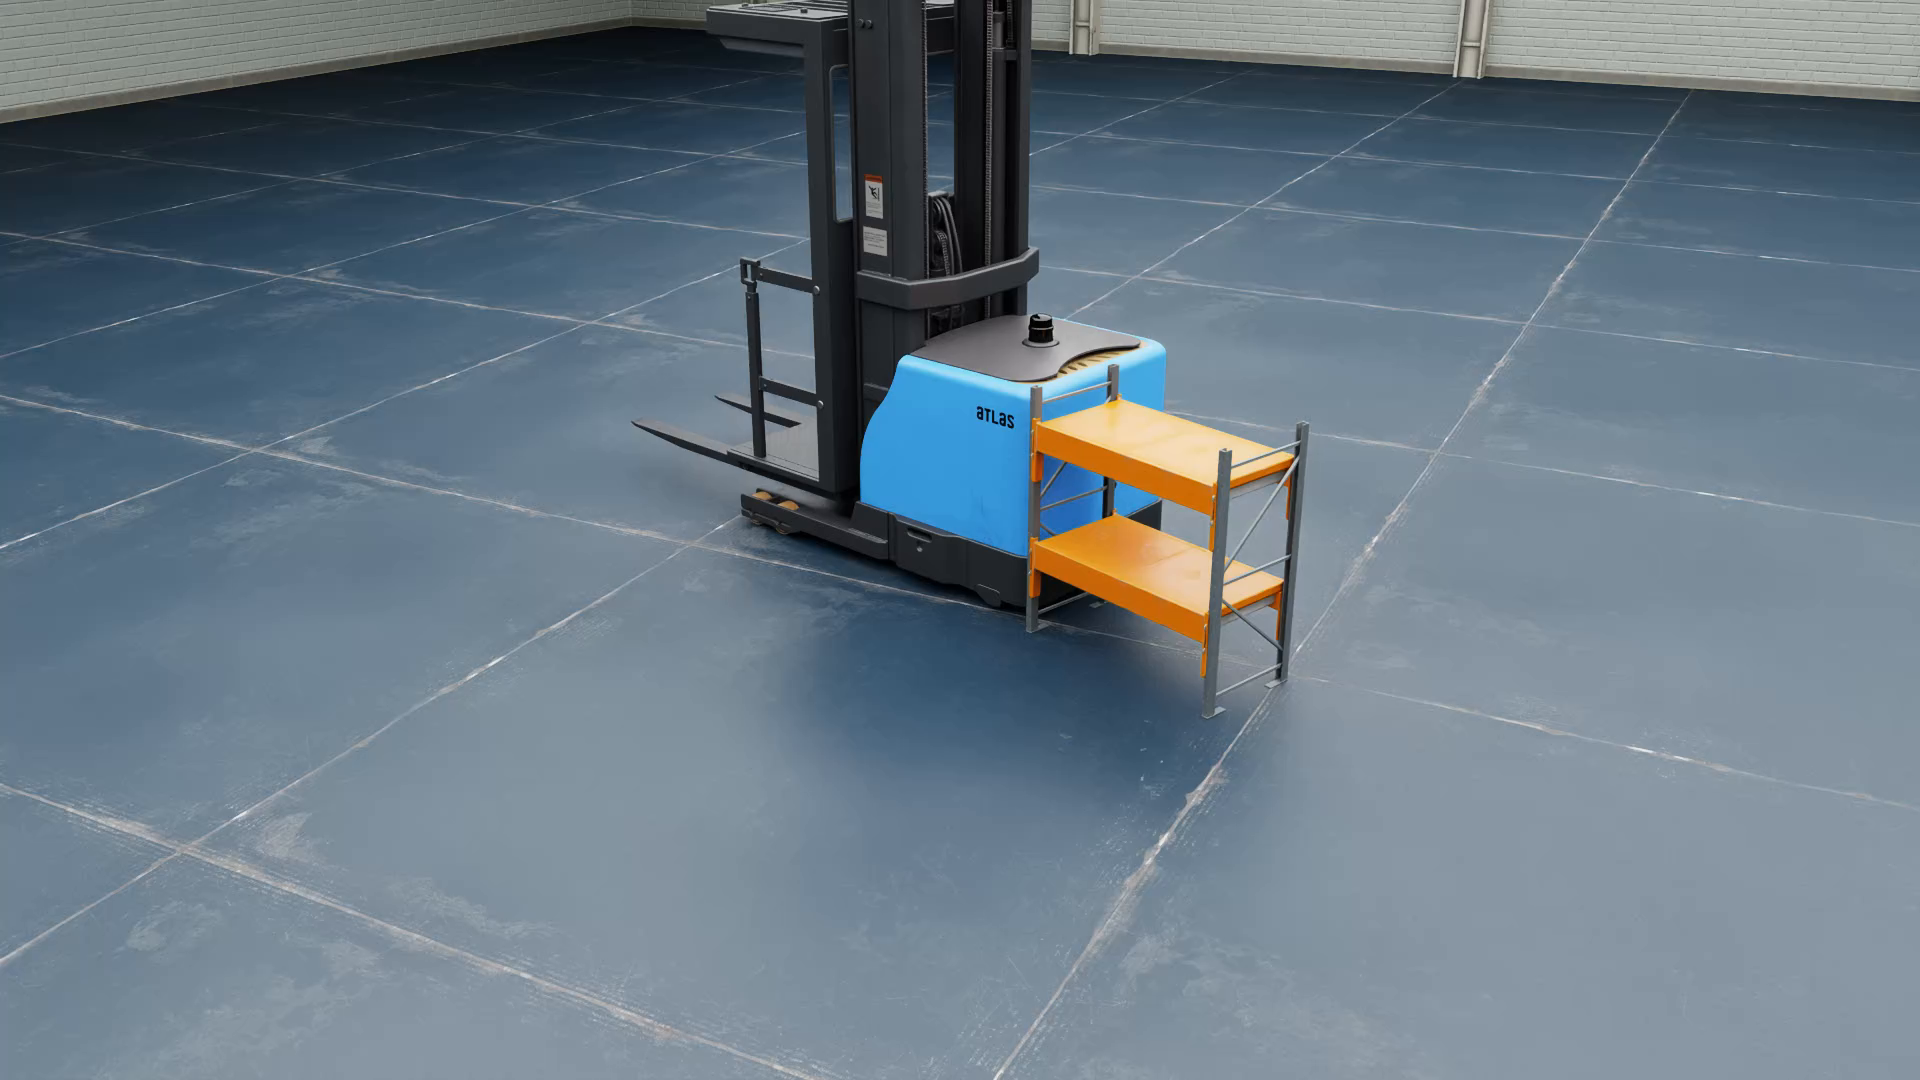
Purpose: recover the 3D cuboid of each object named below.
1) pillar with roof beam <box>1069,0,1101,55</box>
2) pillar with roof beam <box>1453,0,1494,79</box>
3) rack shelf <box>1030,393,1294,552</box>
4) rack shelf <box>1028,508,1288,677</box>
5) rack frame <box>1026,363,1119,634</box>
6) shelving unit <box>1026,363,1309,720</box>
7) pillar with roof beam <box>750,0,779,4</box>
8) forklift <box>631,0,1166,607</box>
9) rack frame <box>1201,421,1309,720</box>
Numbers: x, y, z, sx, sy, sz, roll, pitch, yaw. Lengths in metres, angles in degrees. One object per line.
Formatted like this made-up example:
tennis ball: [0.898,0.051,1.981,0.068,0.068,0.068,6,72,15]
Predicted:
pillar with roof beam: [0.031,-10.374,21.146,0.400,9.000,9.100,11,25,25]
pillar with roof beam: [5.386,-9.315,18.655,0.400,9.000,9.100,11,25,25]
rack shelf: [0.822,-0.295,6.759,0.538,0.278,1.000,-19,29,-37]
rack shelf: [0.822,0.199,6.969,0.538,0.278,1.000,-19,29,-37]
rack frame: [0.488,-0.176,7.226,0.500,1.125,0.032,-19,29,-37]
shelving unit: [0.822,-0.026,6.873,0.538,1.125,1.048,-19,29,-37]
pillar with roof beam: [-5.324,-11.434,23.637,0.400,9.000,9.100,11,25,25]
forklift: [-0.473,-1.512,8.060,3.031,2.935,1.130,19,30,37]
rack frame: [1.157,0.124,6.521,0.500,1.125,0.032,-19,29,-37]
